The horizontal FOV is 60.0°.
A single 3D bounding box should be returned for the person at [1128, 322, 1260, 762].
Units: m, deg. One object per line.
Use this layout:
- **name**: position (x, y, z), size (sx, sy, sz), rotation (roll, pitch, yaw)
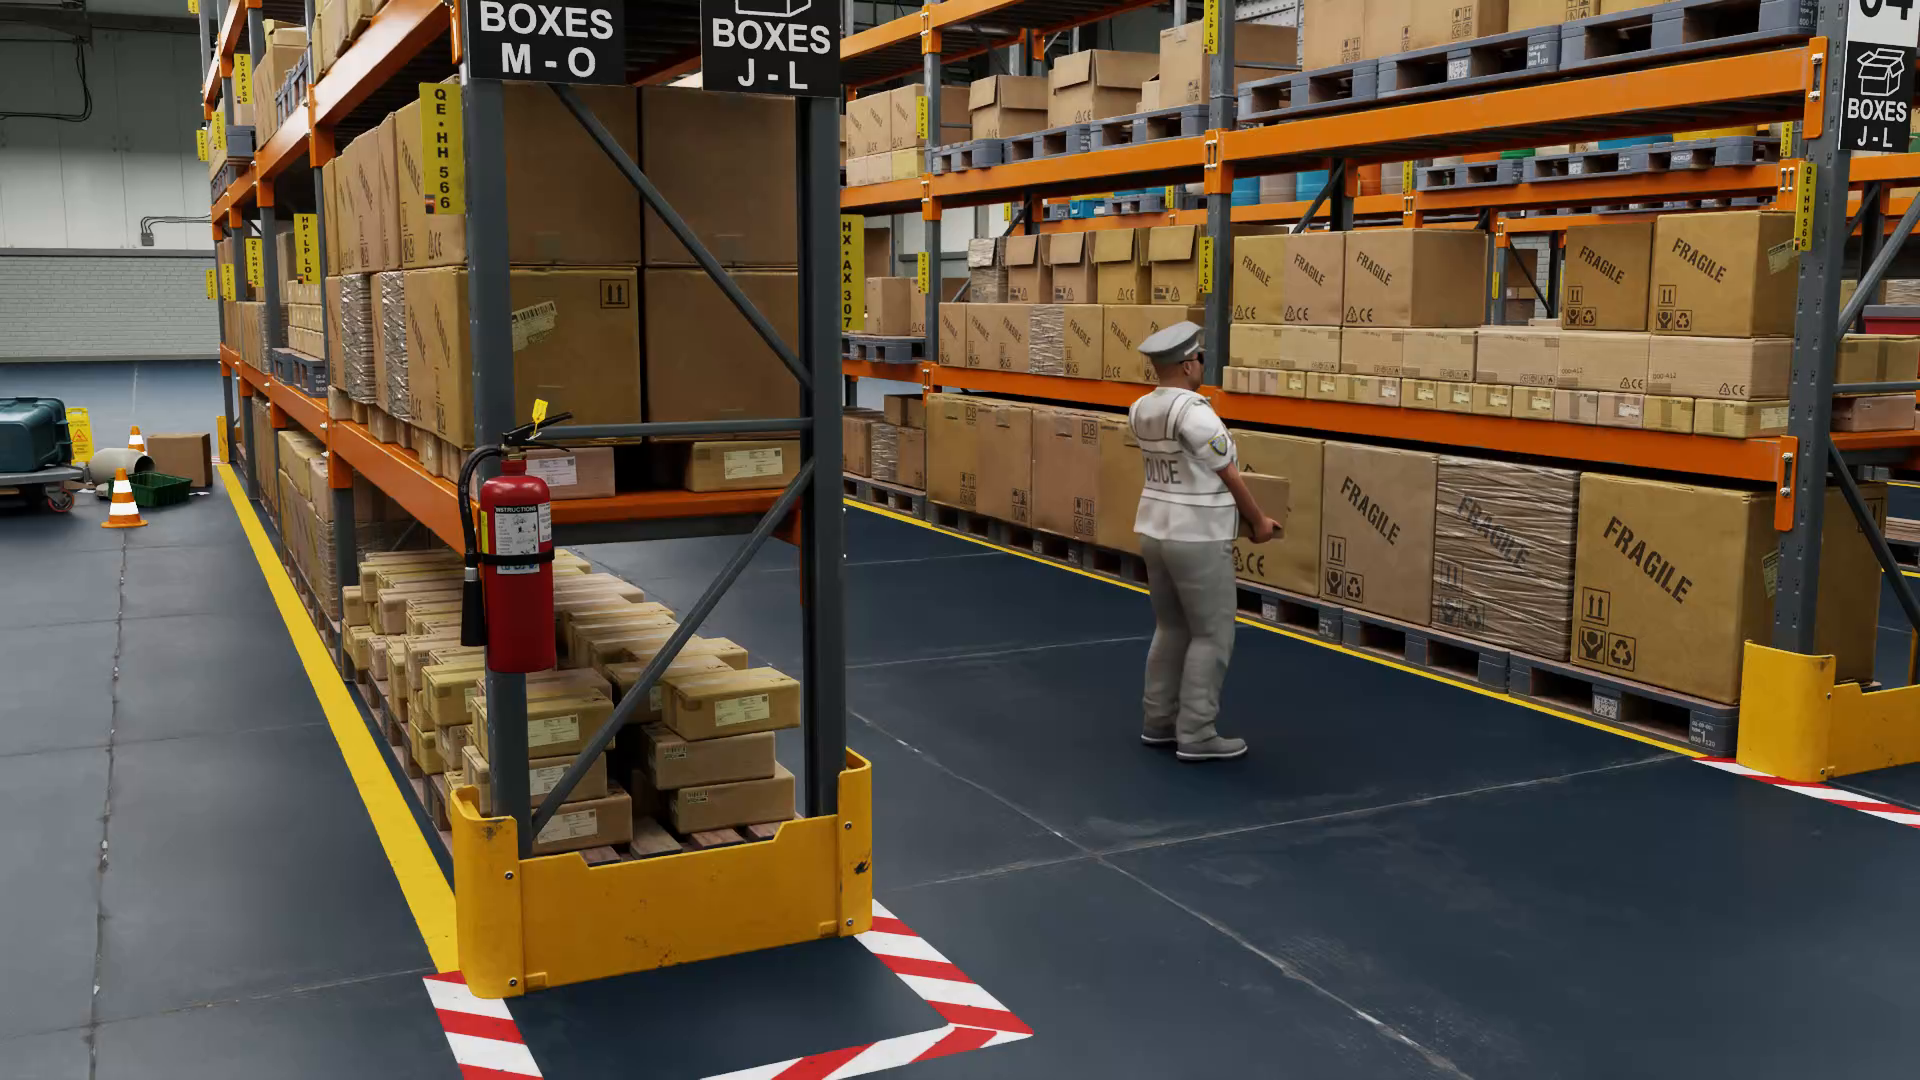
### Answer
- **person**: position (0.926, 0.000, 6.779), size (0.434, 1.759, 0.554), rotation (-4, 10, -27)
